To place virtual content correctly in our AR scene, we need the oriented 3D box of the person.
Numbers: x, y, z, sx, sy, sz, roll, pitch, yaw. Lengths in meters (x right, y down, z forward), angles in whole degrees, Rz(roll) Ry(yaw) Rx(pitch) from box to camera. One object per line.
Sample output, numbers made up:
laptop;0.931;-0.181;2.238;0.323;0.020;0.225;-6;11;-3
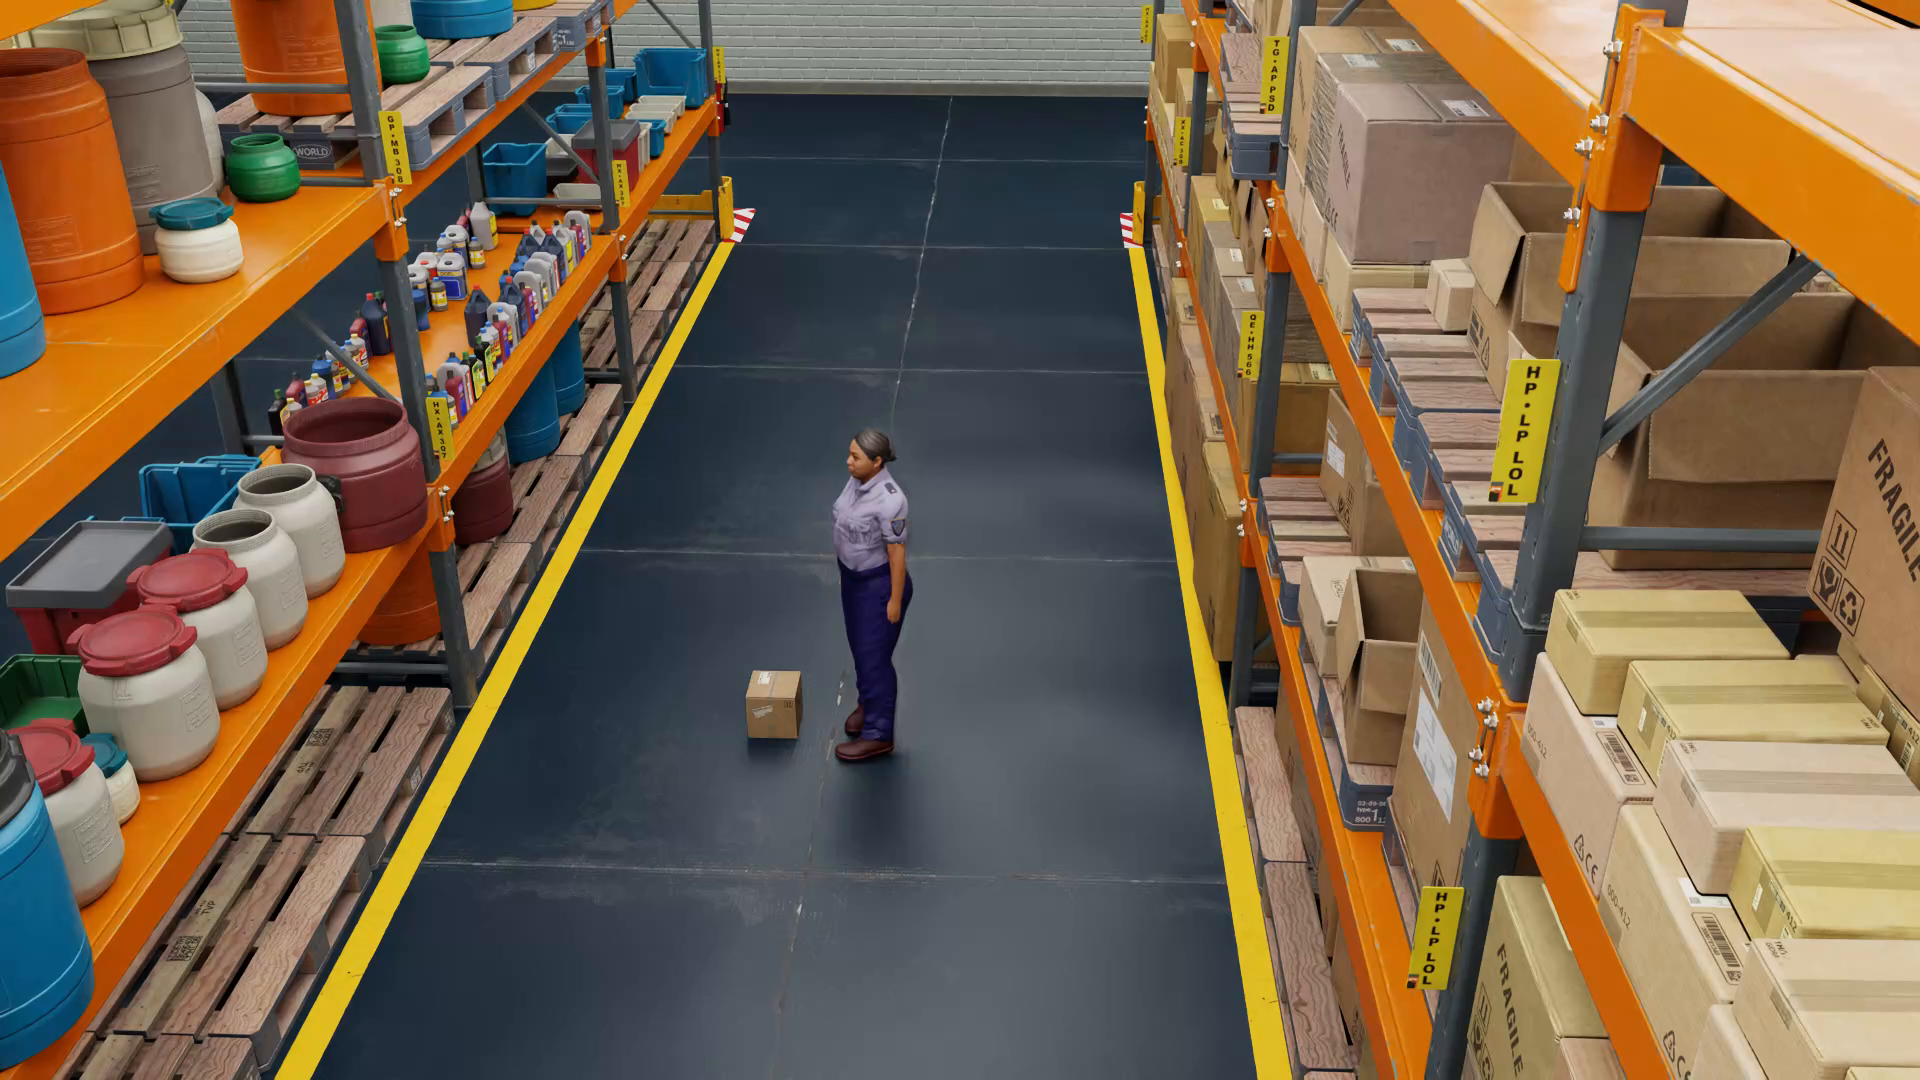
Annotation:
person;-0.488;0.333;8.196;0.457;1.455;0.553;-13;31;-22
